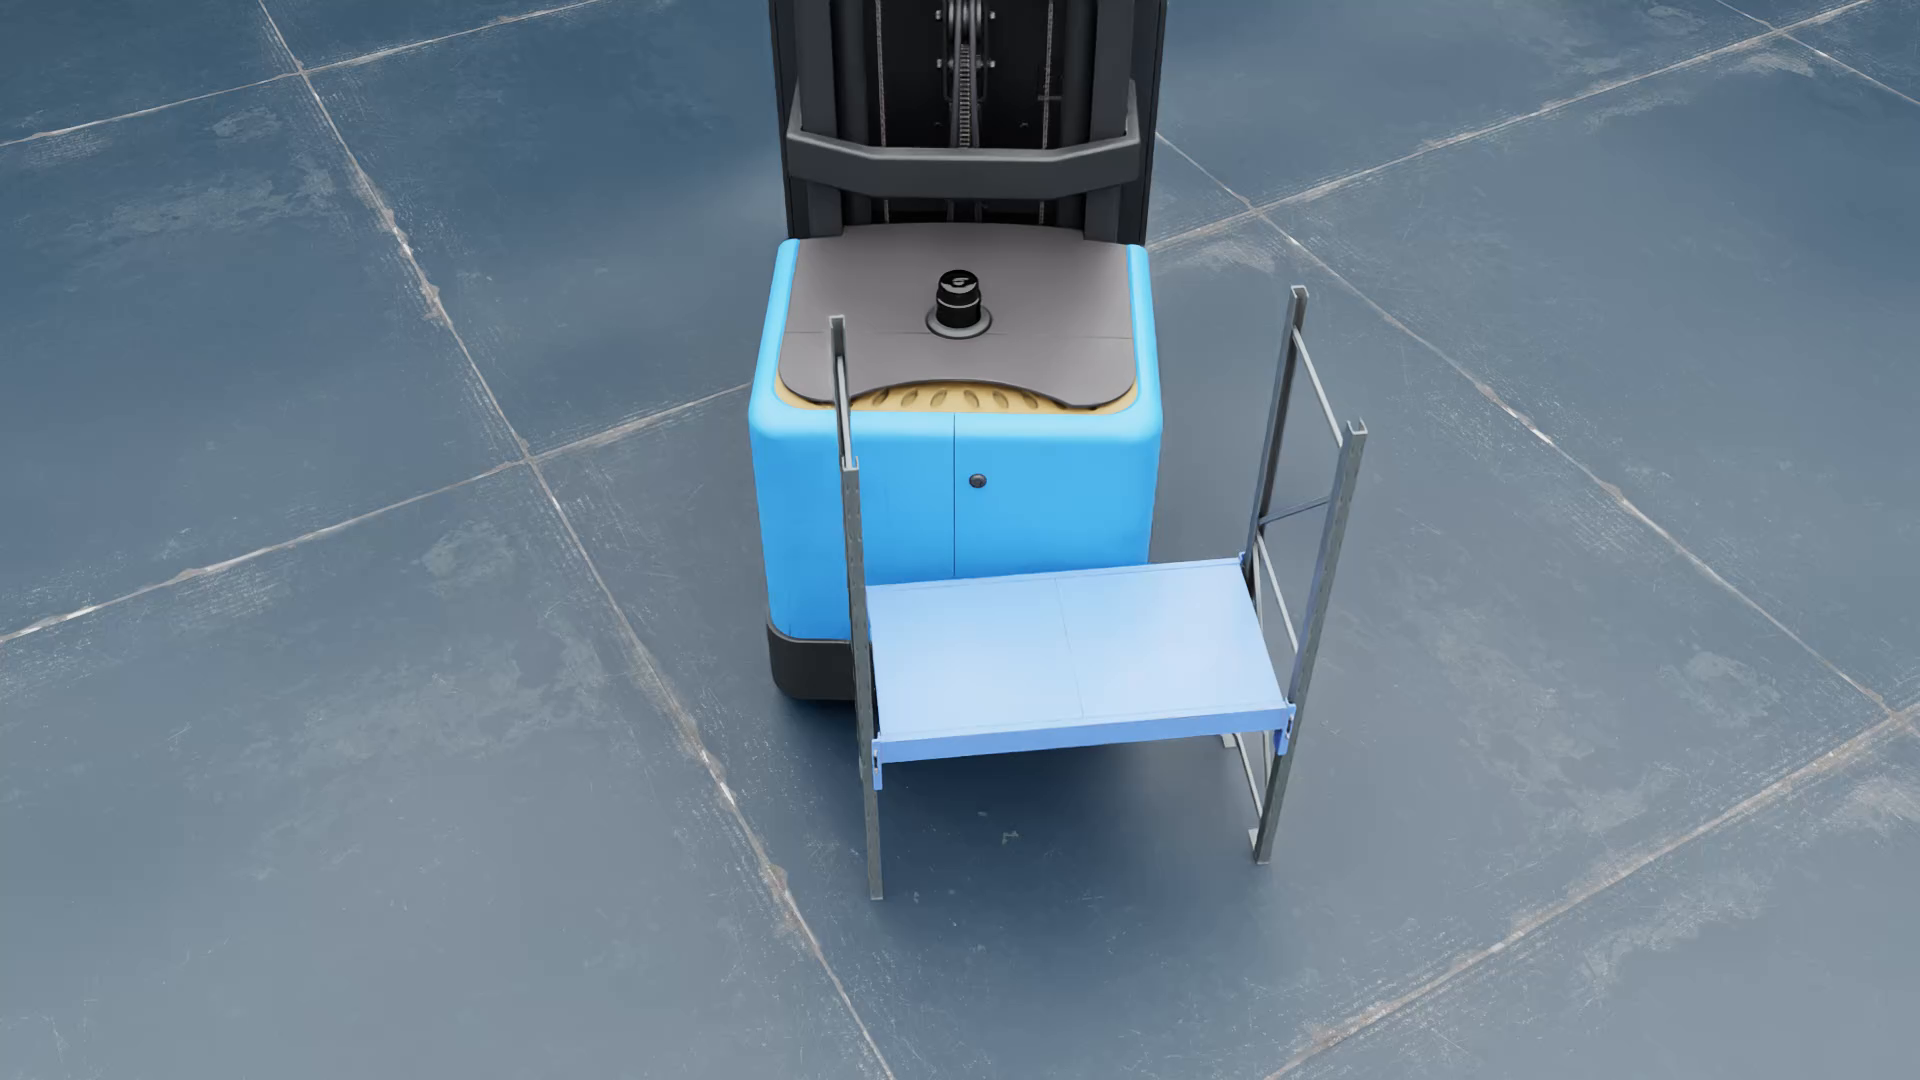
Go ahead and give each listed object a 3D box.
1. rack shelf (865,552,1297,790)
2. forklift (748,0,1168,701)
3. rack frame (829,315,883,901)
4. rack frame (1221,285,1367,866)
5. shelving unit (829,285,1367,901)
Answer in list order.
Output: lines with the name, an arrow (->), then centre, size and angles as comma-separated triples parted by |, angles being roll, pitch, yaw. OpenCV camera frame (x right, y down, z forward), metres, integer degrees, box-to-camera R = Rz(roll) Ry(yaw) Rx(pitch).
rack shelf -> 0.265, 0.312, 4.106 | 1.000, 0.185, 0.538 | -4, 45, -4
forklift -> 0.028, -1.597, 4.791 | 1.130, 2.935, 3.031 | 1, 44, 1
rack frame -> -0.240, 0.223, 3.940 | 0.032, 1.500, 0.500 | -4, 45, -4
rack frame -> 0.771, 0.146, 4.019 | 0.032, 1.500, 0.500 | -4, 45, -4
shelving unit -> 0.265, 0.185, 3.979 | 1.048, 1.500, 0.538 | -4, 45, -4
